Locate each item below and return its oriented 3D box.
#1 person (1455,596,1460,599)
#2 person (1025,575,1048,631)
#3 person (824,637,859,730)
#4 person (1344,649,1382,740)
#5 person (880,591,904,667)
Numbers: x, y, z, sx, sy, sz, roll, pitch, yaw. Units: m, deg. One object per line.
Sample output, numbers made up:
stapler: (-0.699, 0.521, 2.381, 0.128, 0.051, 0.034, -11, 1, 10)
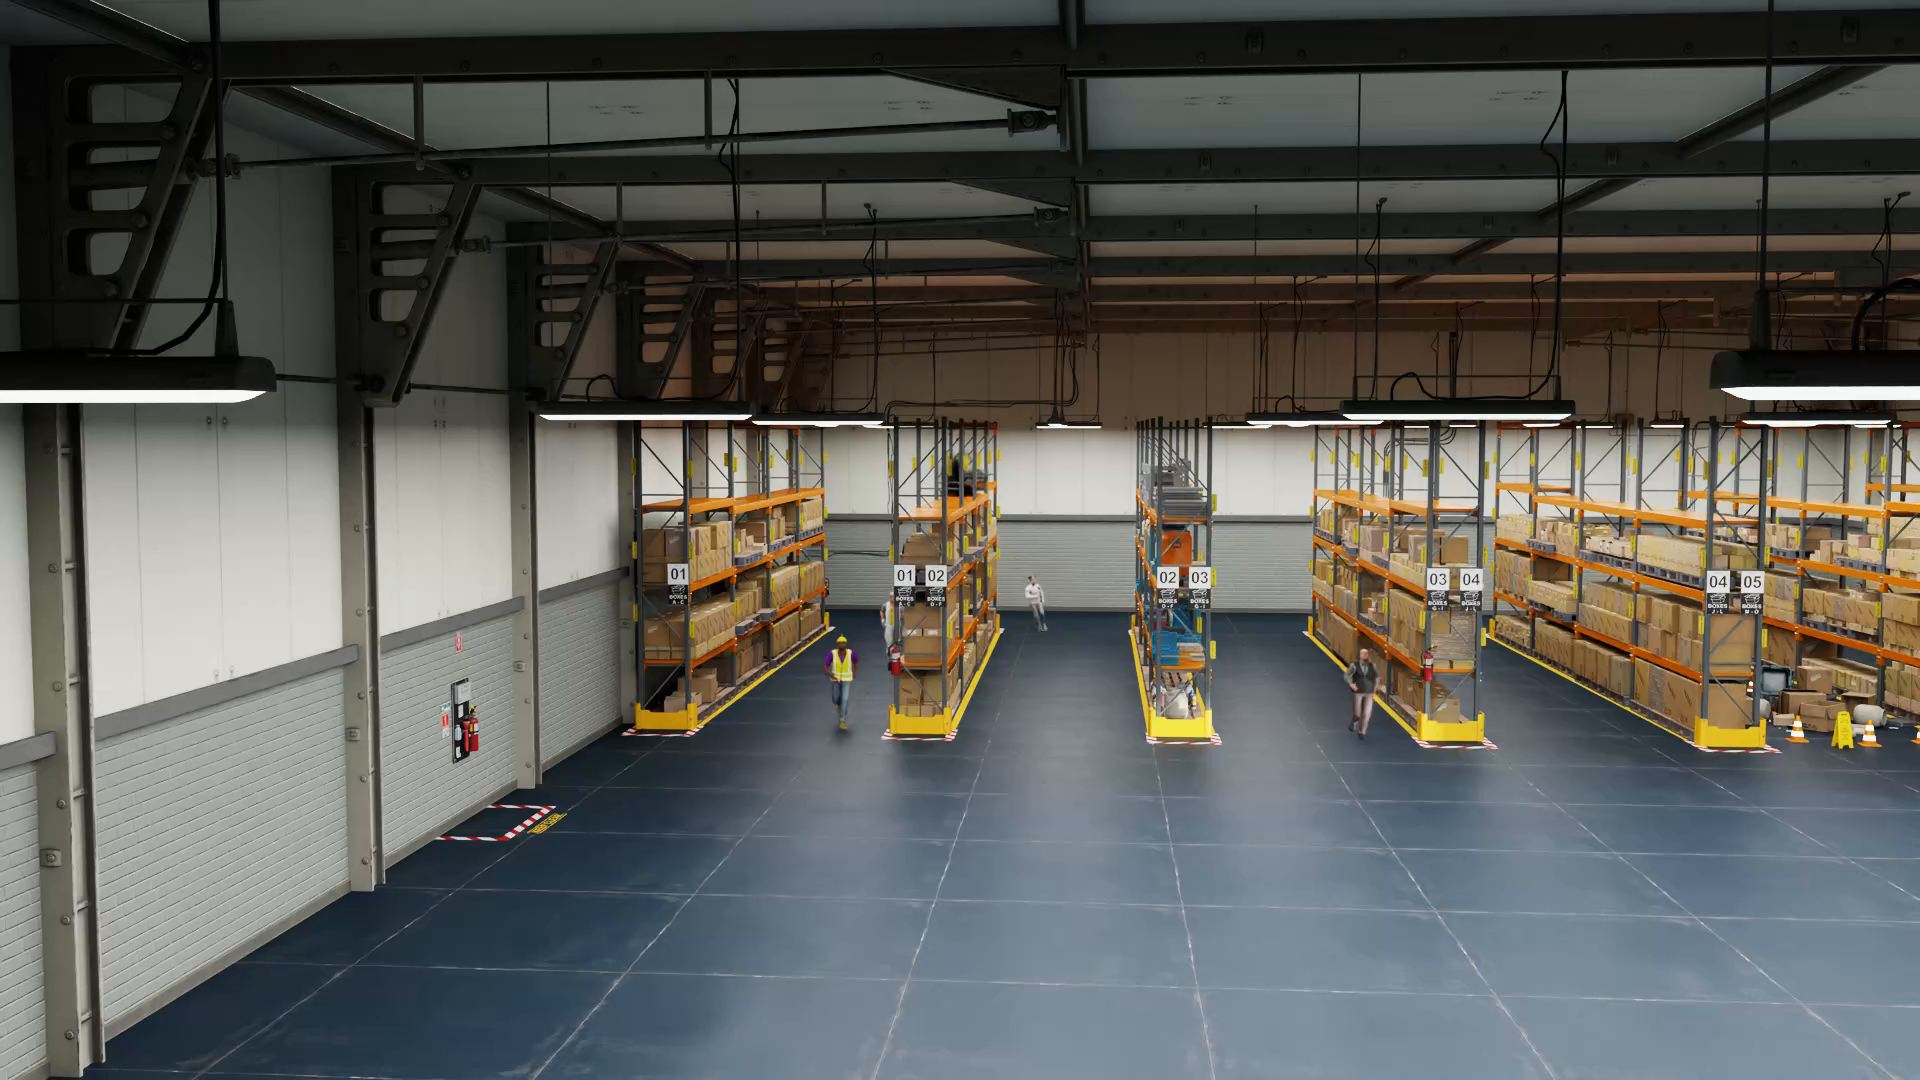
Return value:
person: (13.381, 2.038, 44.271, 0.700, 1.705, 1.012, 1, 4, 8)
person: (2.163, 1.800, 47.348, 0.635, 1.617, 0.594, -1, 4, -16)
person: (-2.324, 2.752, 32.427, 0.671, 1.757, 1.098, 0, 4, 2)
person: (7.557, 2.873, 31.103, 0.701, 1.663, 0.730, 0, 4, -1)
person: (-1.640, 2.172, 40.765, 0.649, 1.838, 0.738, 0, 4, 0)
